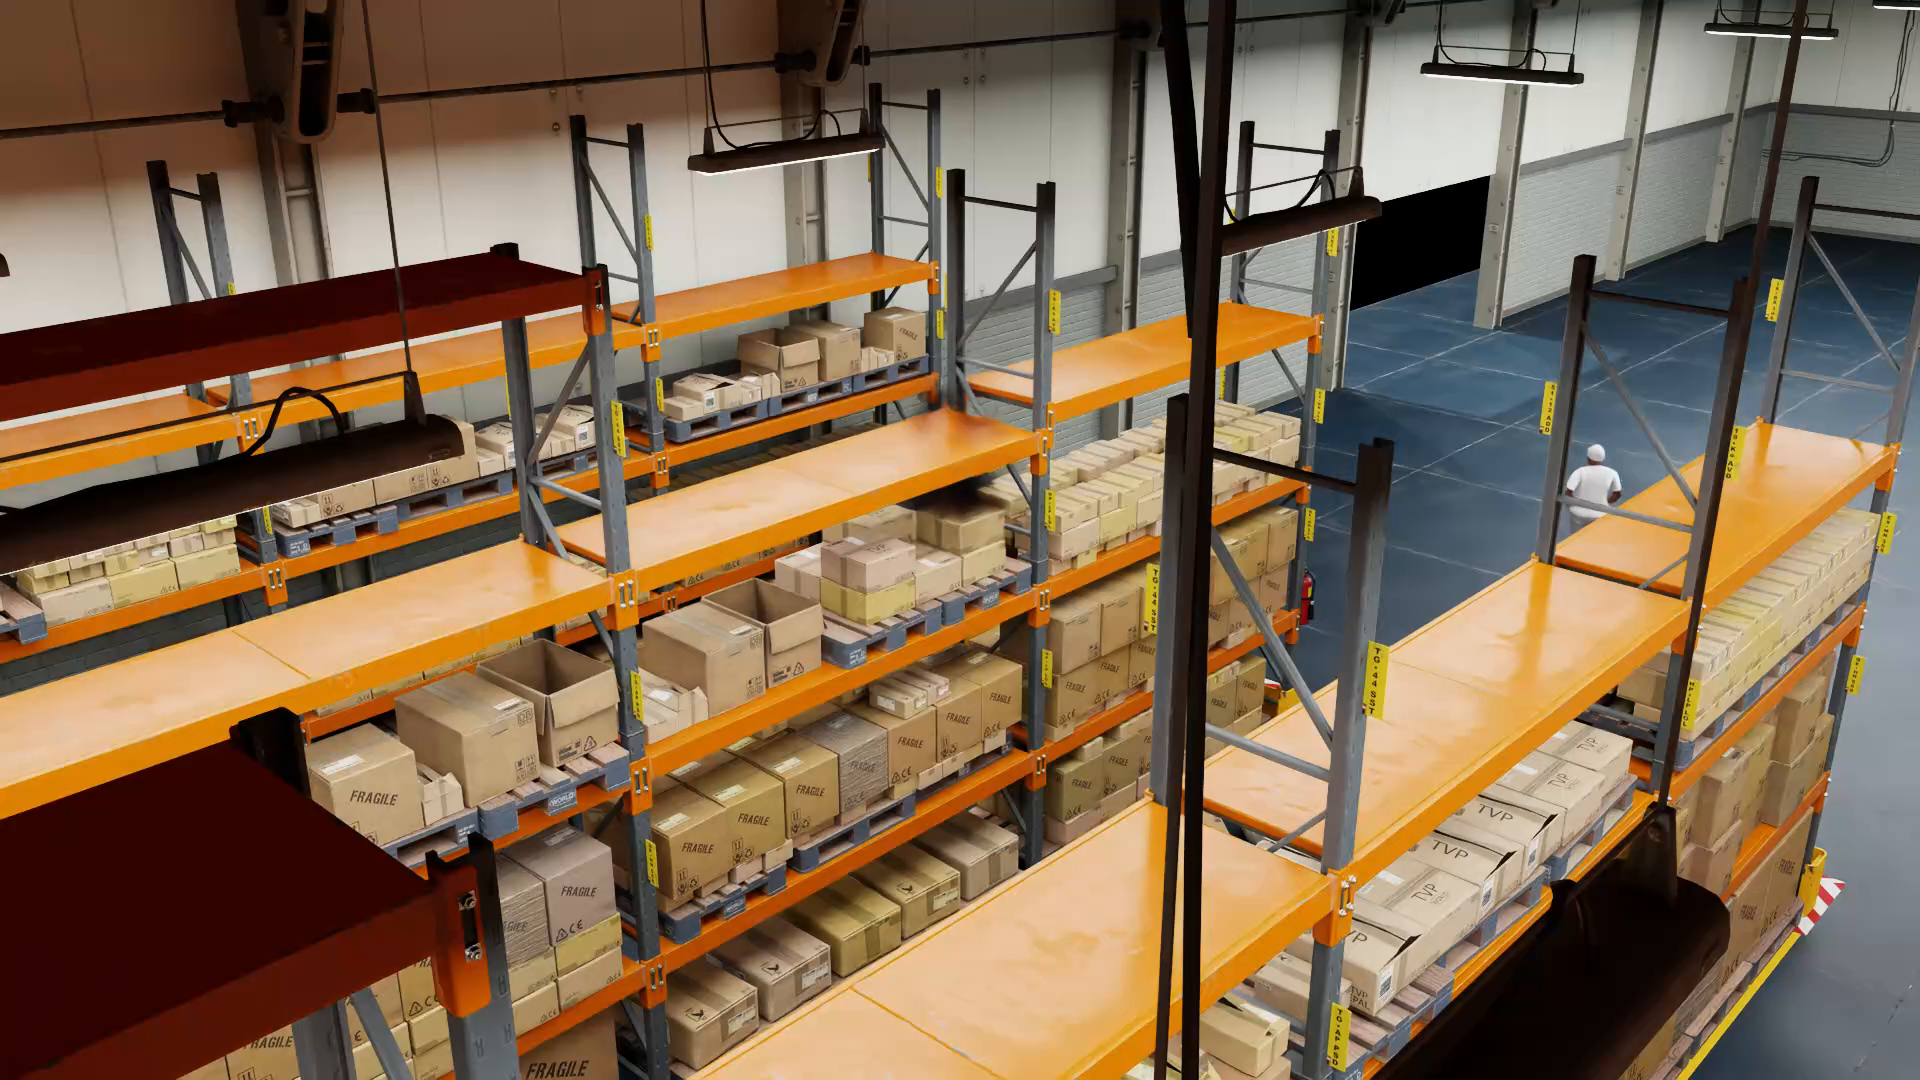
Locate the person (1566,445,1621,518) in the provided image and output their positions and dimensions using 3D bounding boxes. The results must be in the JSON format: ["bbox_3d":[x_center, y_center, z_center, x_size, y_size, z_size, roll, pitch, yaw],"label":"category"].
[{"bbox_3d":[7.745,-0.318,20.475,0.674,1.736,0.604,-1,21,-2],"label":"person"}]
